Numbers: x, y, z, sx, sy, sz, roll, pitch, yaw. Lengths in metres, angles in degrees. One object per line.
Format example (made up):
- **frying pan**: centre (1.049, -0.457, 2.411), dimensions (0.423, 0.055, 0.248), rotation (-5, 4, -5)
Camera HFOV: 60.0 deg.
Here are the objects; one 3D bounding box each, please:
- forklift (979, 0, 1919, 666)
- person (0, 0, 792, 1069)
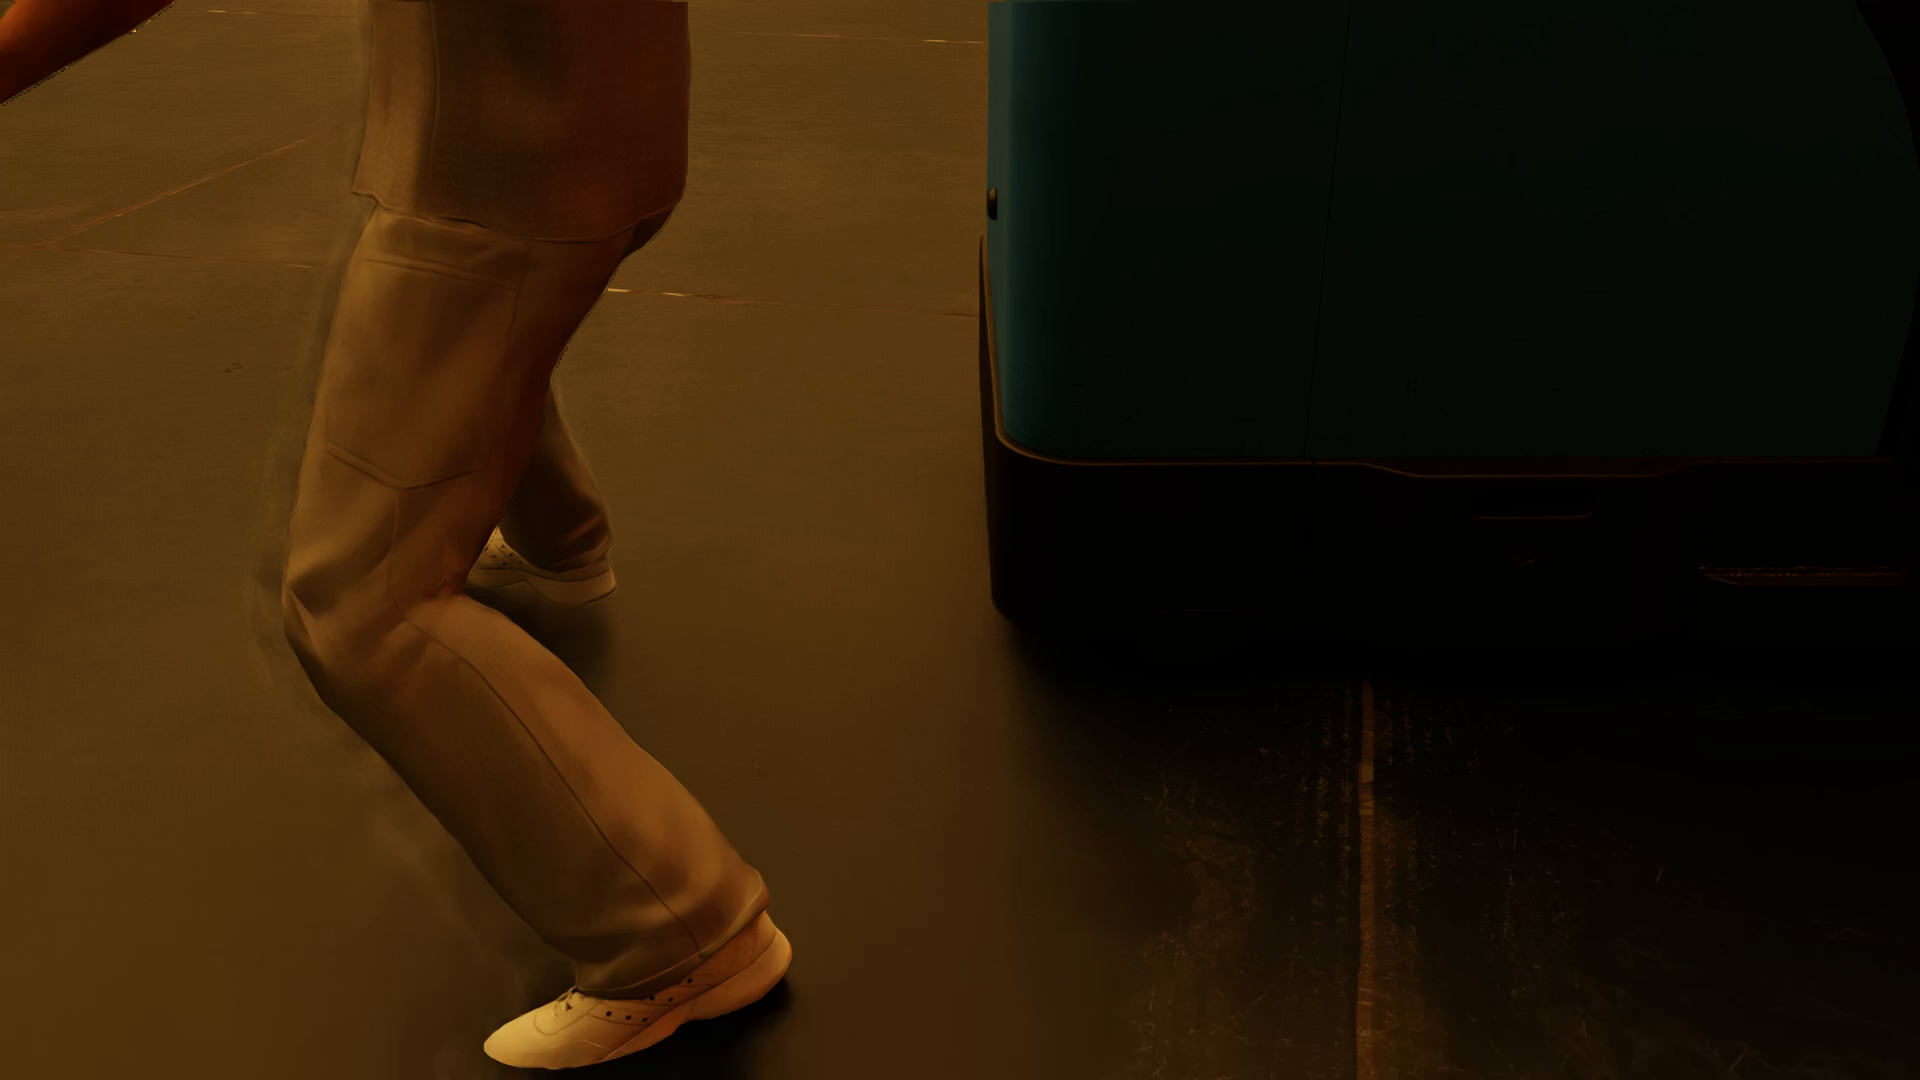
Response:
- **forklift**: centre (1.554, -1.363, 1.948), dimensions (3.031, 2.935, 1.130), rotation (0, 27, -1)
- **person**: centre (-0.484, -0.364, 1.590), dimensions (0.806, 1.548, 0.907), rotation (8, 28, 15)
